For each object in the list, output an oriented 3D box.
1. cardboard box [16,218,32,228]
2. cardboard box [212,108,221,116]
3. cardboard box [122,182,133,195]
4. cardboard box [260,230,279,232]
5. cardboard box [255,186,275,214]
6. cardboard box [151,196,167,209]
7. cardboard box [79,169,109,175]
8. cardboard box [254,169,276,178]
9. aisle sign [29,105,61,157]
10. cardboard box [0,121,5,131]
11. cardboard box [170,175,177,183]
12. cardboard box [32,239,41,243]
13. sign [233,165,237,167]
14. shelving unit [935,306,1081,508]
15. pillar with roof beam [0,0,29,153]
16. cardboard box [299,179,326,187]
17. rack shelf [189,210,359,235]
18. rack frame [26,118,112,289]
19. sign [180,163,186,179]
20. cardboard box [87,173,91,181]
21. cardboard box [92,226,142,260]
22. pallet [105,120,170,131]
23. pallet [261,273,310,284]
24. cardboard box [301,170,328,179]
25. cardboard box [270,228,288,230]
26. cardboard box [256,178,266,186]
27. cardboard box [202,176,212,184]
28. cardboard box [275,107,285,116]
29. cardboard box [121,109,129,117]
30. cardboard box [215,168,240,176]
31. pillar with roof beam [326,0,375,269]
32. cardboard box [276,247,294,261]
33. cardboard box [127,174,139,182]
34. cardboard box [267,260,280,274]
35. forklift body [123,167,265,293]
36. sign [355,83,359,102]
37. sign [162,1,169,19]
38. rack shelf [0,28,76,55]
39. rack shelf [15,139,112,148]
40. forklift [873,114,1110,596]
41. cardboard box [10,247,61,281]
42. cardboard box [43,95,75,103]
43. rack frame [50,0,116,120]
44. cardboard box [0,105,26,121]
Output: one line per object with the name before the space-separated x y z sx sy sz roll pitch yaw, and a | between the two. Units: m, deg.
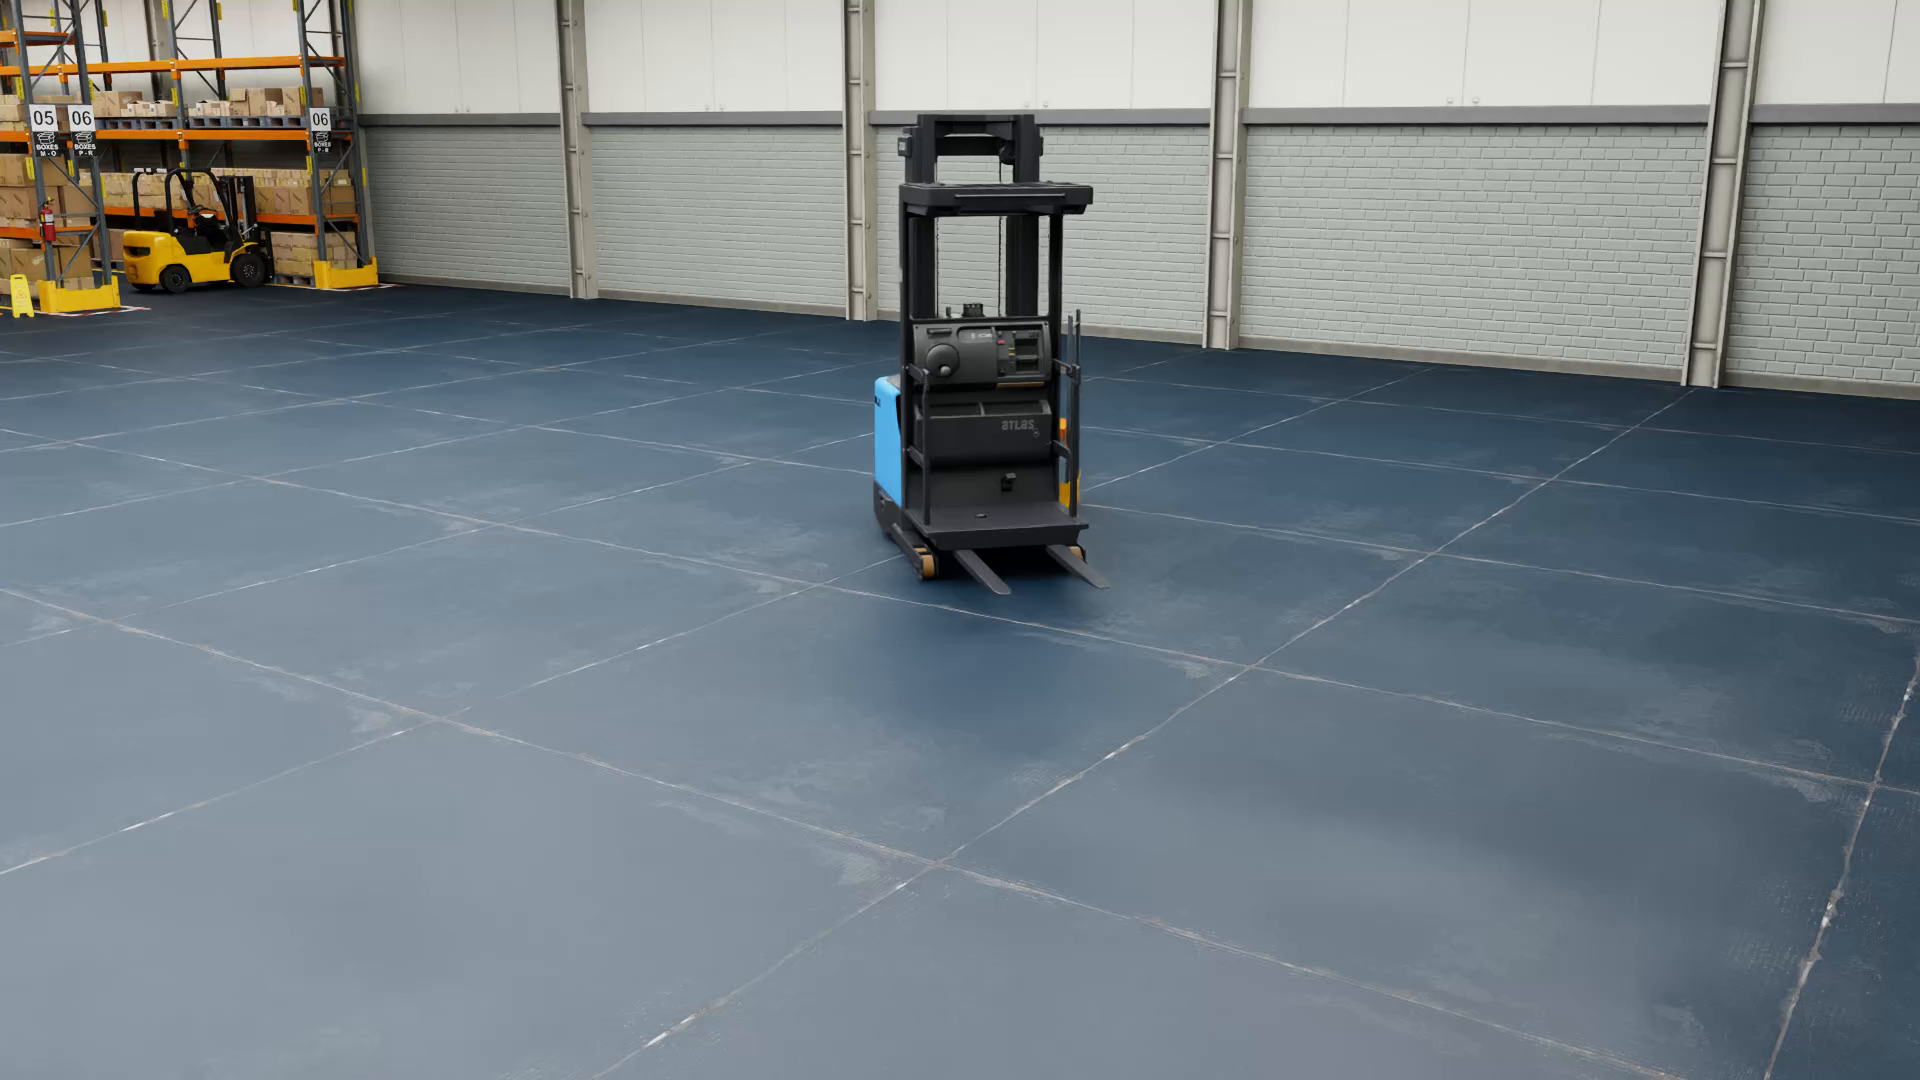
cardboard box | -14.850 -5.076 26.608 0.250 0.149 0.380 9 16 32
cardboard box | -13.859 -8.068 31.370 0.250 0.149 0.380 10 17 34
cardboard box | -16.510 -7.098 33.528 0.500 0.250 0.500 9 17 34
cardboard box | -13.204 -5.725 31.475 0.500 0.250 0.500 9 16 32
cardboard box | -12.786 -6.371 31.109 0.500 0.500 0.500 9 16 32
cardboard box | -15.684 -6.714 33.015 0.500 0.250 0.500 9 17 32
cardboard box | -18.359 -7.594 35.176 0.500 0.500 0.500 10 17 35
cardboard box | -12.910 -6.834 31.009 0.250 0.149 0.380 10 17 34
aisle sign | -14.258 -6.374 25.920 0.004 0.787 0.394 9 17 33
cardboard box | -15.026 -6.574 26.417 0.250 0.149 0.380 10 17 34
cardboard box | -15.331 -7.101 32.708 0.250 0.149 0.380 9 16 32
cardboard box | -19.776 -6.451 35.967 0.500 0.500 0.500 8 16 31
sign | -14.391 -7.275 33.001 0.005 0.325 0.100 9 17 33
shelving unit | 0.352 -1.005 12.761 1.083 1.500 0.587 3 14 11
pillar with roof beam | -23.815 -10.105 33.915 0.400 9.000 9.100 9 17 33
cardboard box | -11.825 -6.523 30.372 0.250 0.149 0.380 9 17 34
rack shelf | -13.040 -6.088 31.670 4.000 0.370 1.077 9 17 33
rack frame | -14.148 -5.178 26.500 0.127 3.000 1.000 9 17 33
sign | -14.994 -7.119 32.095 0.005 0.325 0.100 9 17 33
cardboard box | -17.696 -7.468 34.190 0.250 0.149 0.380 10 17 34
cardboard box | -17.509 -6.206 34.720 0.625 0.625 0.875 10 17 35
pallet | -16.476 -8.383 33.597 1.213 0.211 1.003 10 17 35
pallet | -13.047 -5.073 31.877 1.213 0.211 1.003 9 17 33
cardboard box | -11.795 -6.682 30.398 0.250 0.149 0.380 9 17 33
cardboard box | -13.342 -5.897 32.168 0.500 0.250 0.500 9 17 33
cardboard box | -12.903 -6.690 31.047 0.250 0.149 0.380 9 17 33
cardboard box | -14.366 -6.939 32.053 0.250 0.149 0.380 10 17 34
cardboard box | -12.238 -7.806 30.311 0.250 0.149 0.380 9 16 31
cardboard box | -16.421 -8.482 33.043 0.250 0.149 0.380 9 16 32
cardboard box | -13.960 -7.006 31.707 0.250 0.149 0.380 10 17 34
pillar with roof beam | -13.858 -8.495 27.414 0.400 9.000 9.100 9 17 33
cardboard box | -12.369 -5.353 31.012 0.500 0.250 0.500 9 17 32
cardboard box | -16.447 -7.255 33.332 0.250 0.149 0.380 9 16 31
cardboard box | -12.764 -5.175 31.335 0.500 0.250 0.500 9 17 33
forklift body | -13.972 -5.647 30.159 1.214 2.155 2.313 9 17 33
sign | -11.066 -8.197 30.468 0.005 0.325 0.100 9 17 33
sign | -14.993 -9.999 31.380 0.005 0.325 0.100 9 17 33
rack shelf | -15.807 -8.008 26.949 4.000 0.370 1.077 9 17 33
rack shelf | -19.678 -8.616 35.643 4.000 0.370 1.077 9 17 33
forklift | 0.201 -1.263 10.827 1.130 2.935 3.031 -3 14 -13
cardboard box | -14.958 -4.467 26.913 0.500 0.500 0.500 9 17 33
cardboard box | -14.329 -6.988 26.430 0.250 0.149 0.380 9 17 32
rack frame | -18.019 -10.154 34.113 0.127 3.000 1.000 9 17 33
cardboard box | -14.723 -6.721 26.182 0.500 0.250 0.500 9 16 32
